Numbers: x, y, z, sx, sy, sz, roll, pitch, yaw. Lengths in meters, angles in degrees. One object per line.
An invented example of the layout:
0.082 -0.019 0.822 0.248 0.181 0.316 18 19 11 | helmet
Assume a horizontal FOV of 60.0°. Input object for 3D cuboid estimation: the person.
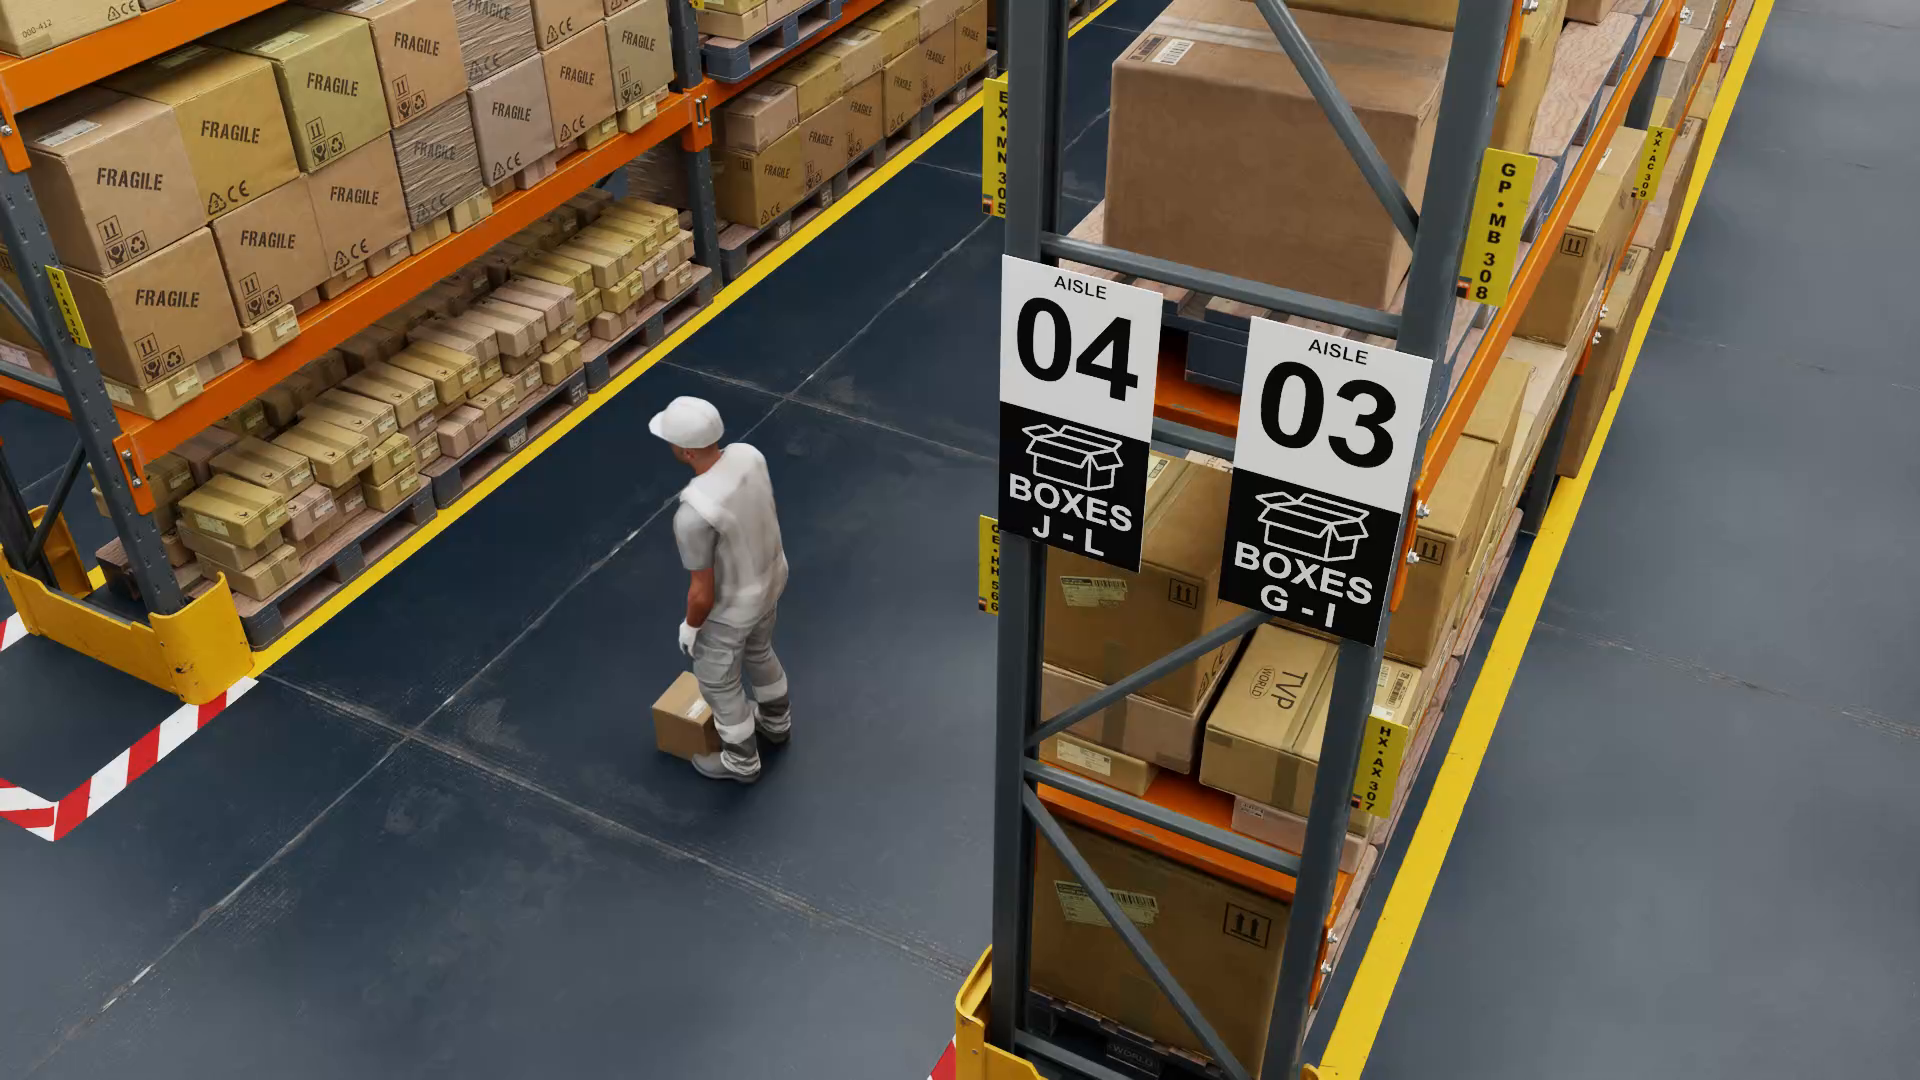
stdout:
-0.904 0.207 6.470 0.449 1.778 0.595 16 40 20 | person
